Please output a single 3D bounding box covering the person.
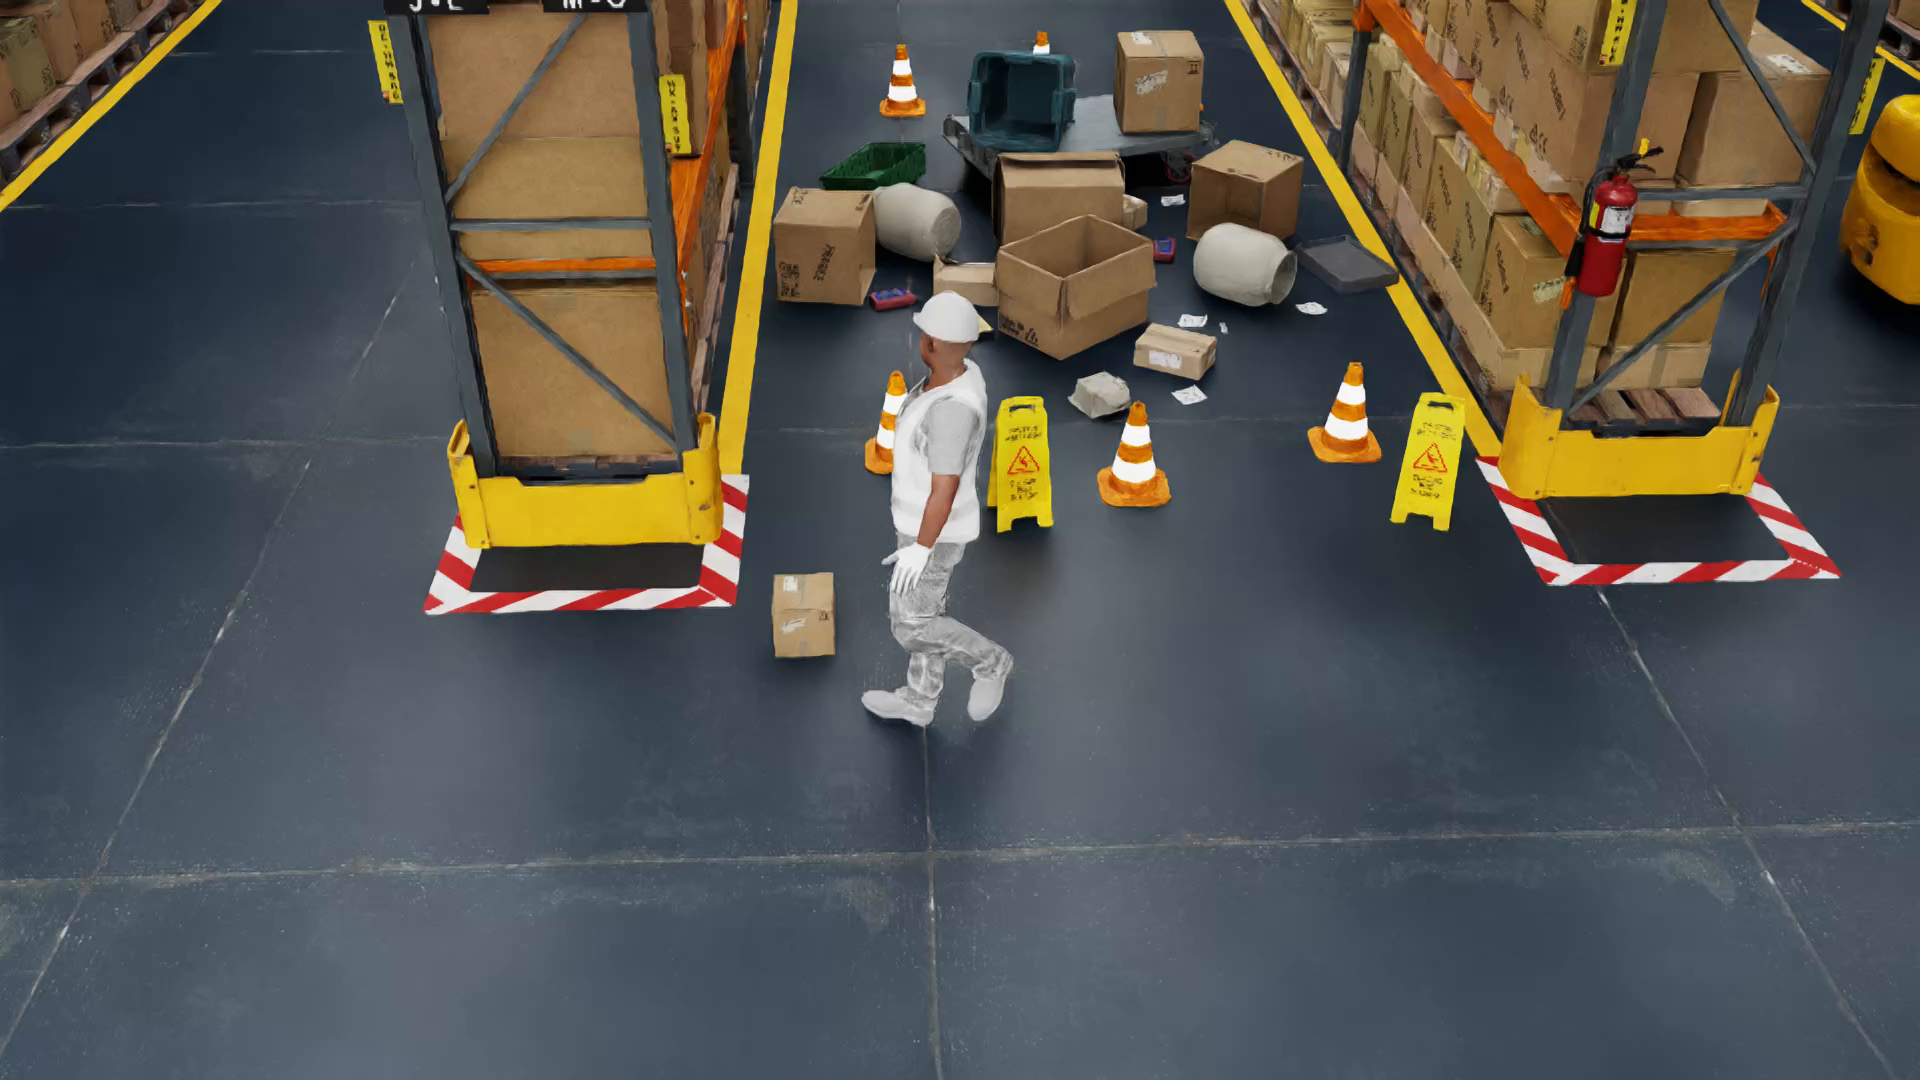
[{"bbox_3d":[-0.091,-0.064,6.231,0.612,1.761,0.667,-1,35,-1],"label":"person"}]
